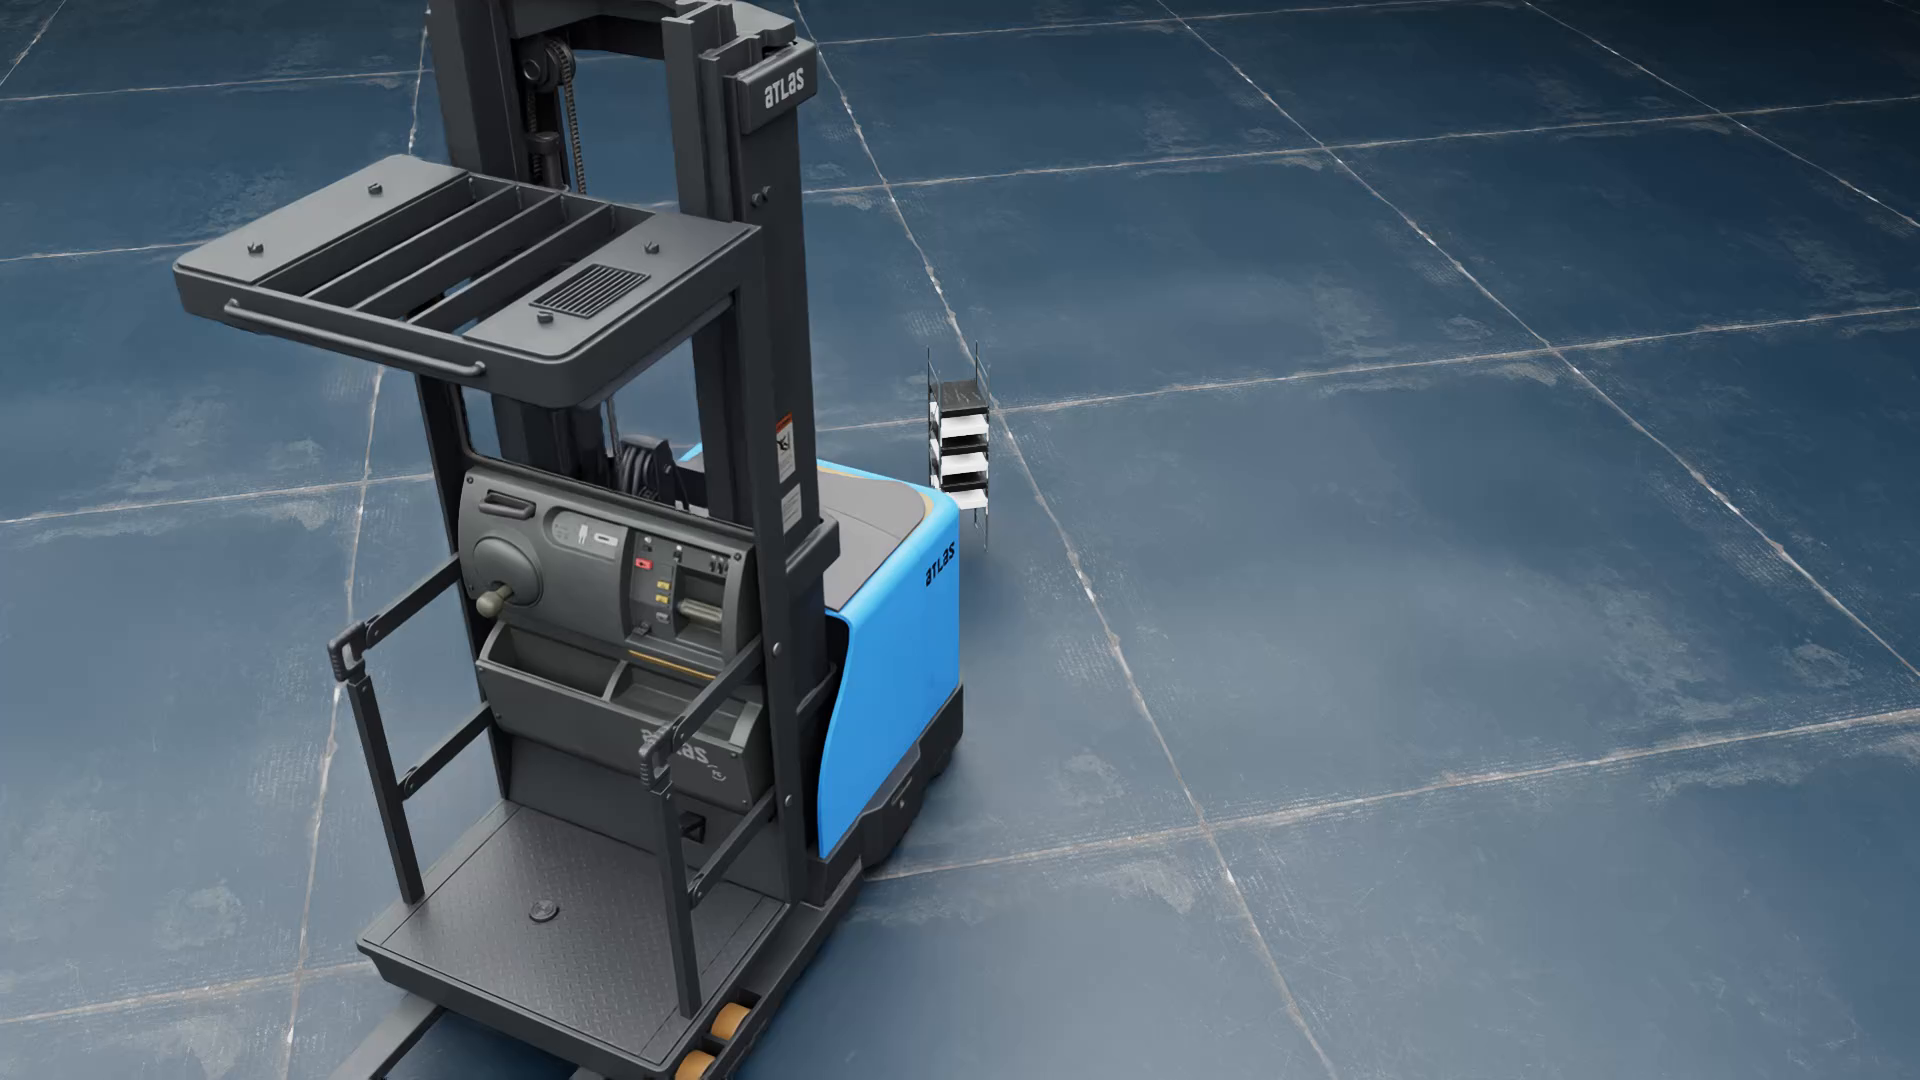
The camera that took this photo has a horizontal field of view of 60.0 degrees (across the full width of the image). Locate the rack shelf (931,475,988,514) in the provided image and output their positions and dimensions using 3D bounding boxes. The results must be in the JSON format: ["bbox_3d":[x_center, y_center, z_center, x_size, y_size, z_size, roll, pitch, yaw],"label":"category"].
[{"bbox_3d":[-0.008,-0.196,7.117,0.200,0.077,0.258,-7,35,-11],"label":"rack shelf"}]

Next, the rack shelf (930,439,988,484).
[{"bbox_3d":[-0.008,-0.345,7.016,0.200,0.077,0.258,-7,35,-11],"label":"rack shelf"}]

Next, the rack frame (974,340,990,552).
[{"bbox_3d":[0.091,-0.385,7.016,0.006,0.900,0.240,-7,35,-11],"label":"rack frame"}]

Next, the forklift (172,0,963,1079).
[{"bbox_3d":[-1.082,0.145,4.404,1.130,2.935,3.031,15,37,21],"label":"forklift"}]

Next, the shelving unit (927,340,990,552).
[{"bbox_3d":[-0.008,-0.373,6.998,0.210,0.900,0.258,-7,35,-11],"label":"shelving unit"}]

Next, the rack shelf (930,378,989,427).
[{"bbox_3d":[-0.008,-0.569,6.866,0.200,0.077,0.258,-7,35,-11],"label":"rack shelf"}]

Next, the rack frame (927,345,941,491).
[{"bbox_3d":[-0.107,-0.360,6.979,0.006,0.900,0.240,-7,35,-11],"label":"rack frame"}]

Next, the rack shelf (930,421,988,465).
[{"bbox_3d":[-0.008,-0.420,6.966,0.200,0.077,0.258,-7,35,-11],"label":"rack shelf"}]

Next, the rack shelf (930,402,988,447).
[{"bbox_3d":[-0.008,-0.494,6.916,0.200,0.077,0.258,-7,35,-11],"label":"rack shelf"}]

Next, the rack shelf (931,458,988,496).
[{"bbox_3d":[-0.008,-0.270,7.066,0.200,0.077,0.258,-7,35,-11],"label":"rack shelf"}]
